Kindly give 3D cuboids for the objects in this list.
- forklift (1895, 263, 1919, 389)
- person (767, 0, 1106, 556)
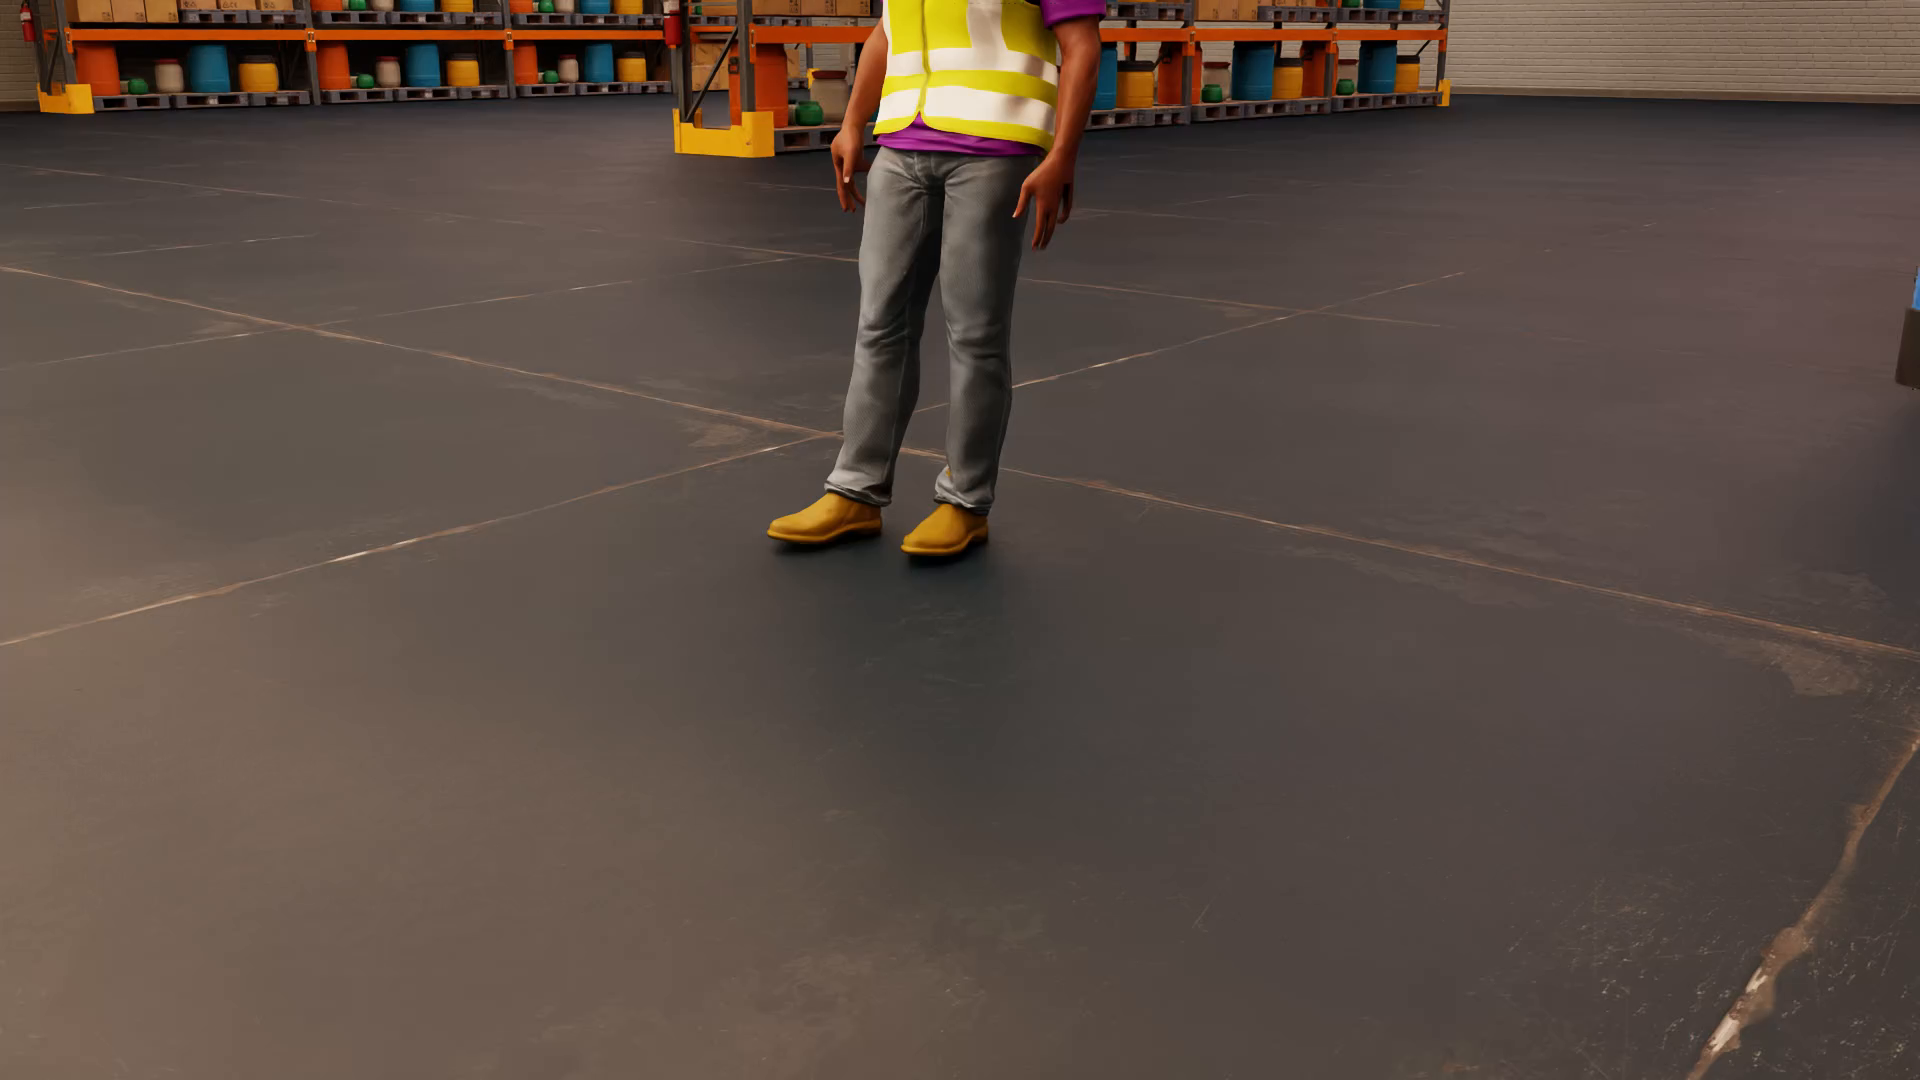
[{"bbox_3d":[4.593,-1.844,4.971,3.031,2.935,1.130,-5,18,-17],"label":"forklift"},{"bbox_3d":[-0.048,-0.837,3.634,0.666,1.768,0.575,13,21,37],"label":"person"}]
